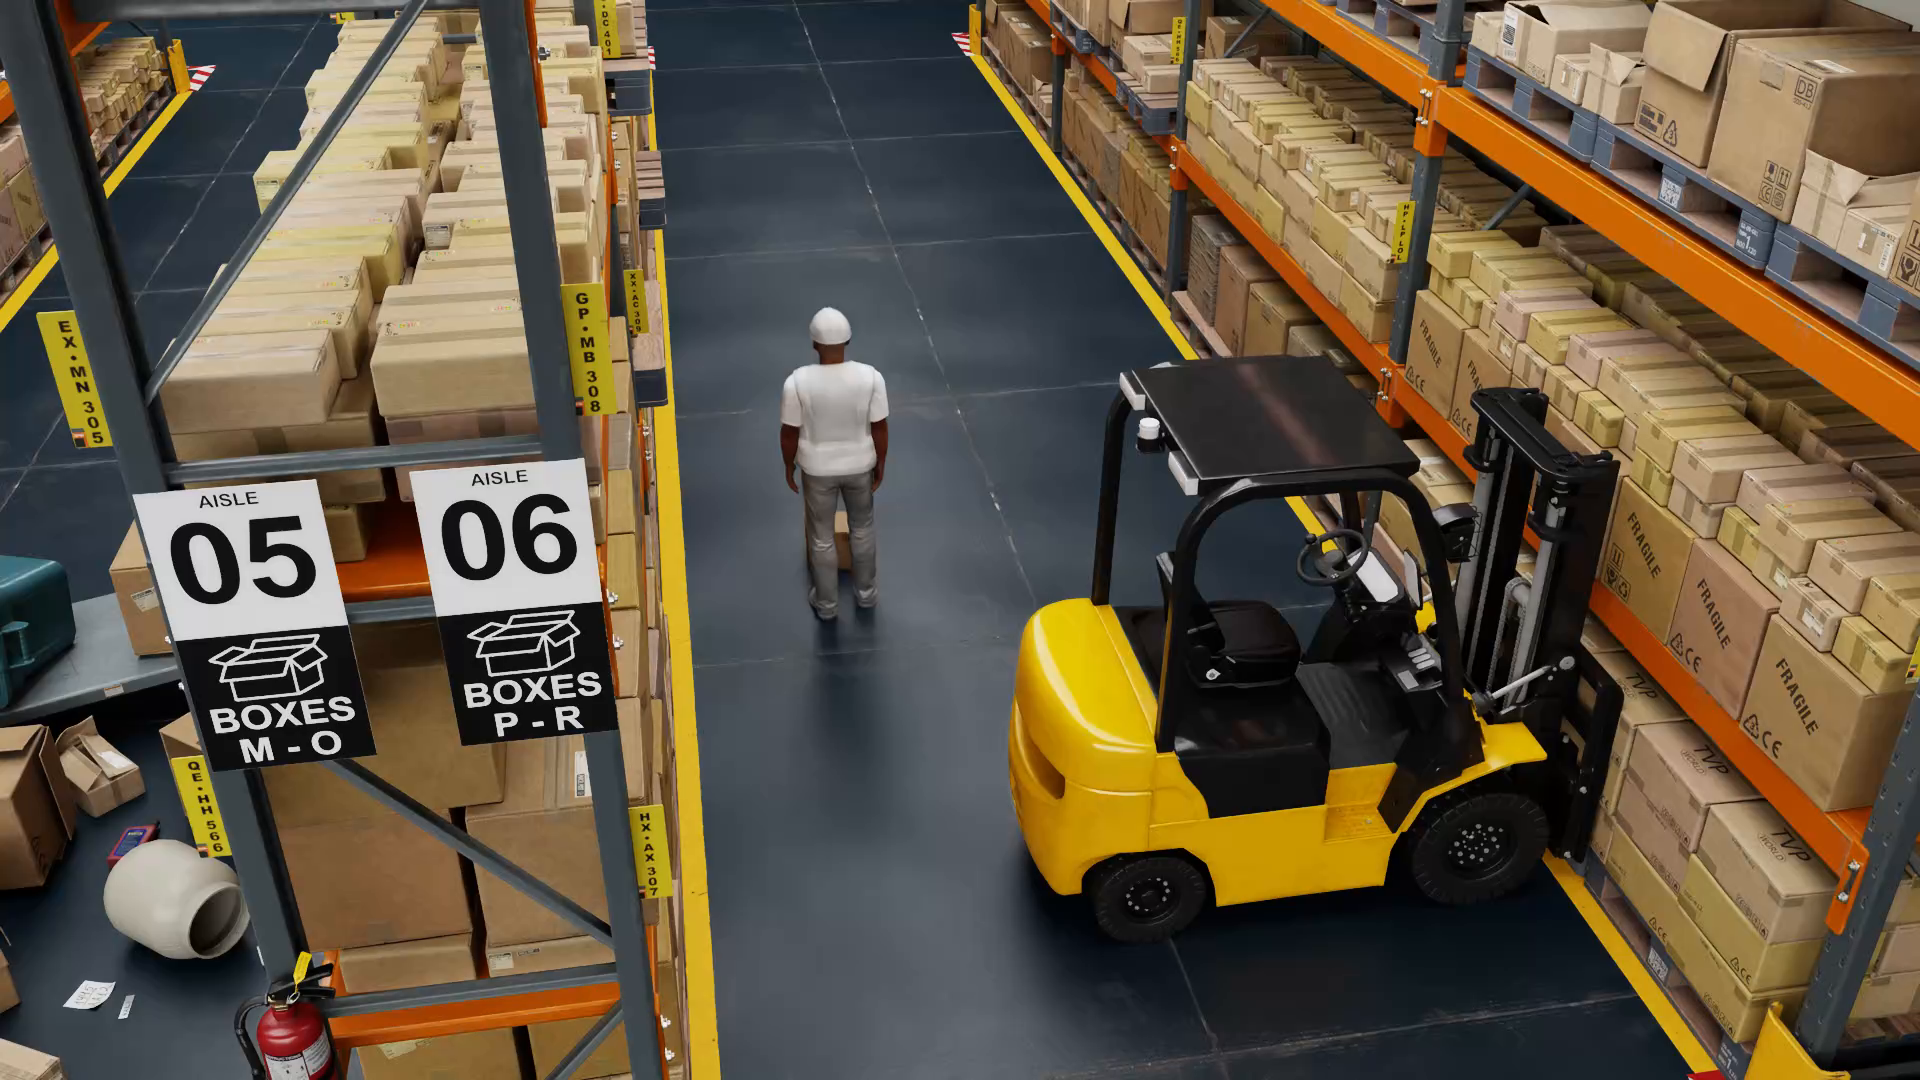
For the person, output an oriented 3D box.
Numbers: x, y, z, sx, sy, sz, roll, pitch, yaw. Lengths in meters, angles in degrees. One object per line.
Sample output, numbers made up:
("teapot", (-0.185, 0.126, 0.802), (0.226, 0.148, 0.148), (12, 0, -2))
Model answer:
("person", (-0.699, -0.290, 8.936), (0.631, 1.432, 0.747), (-6, 31, -10))
